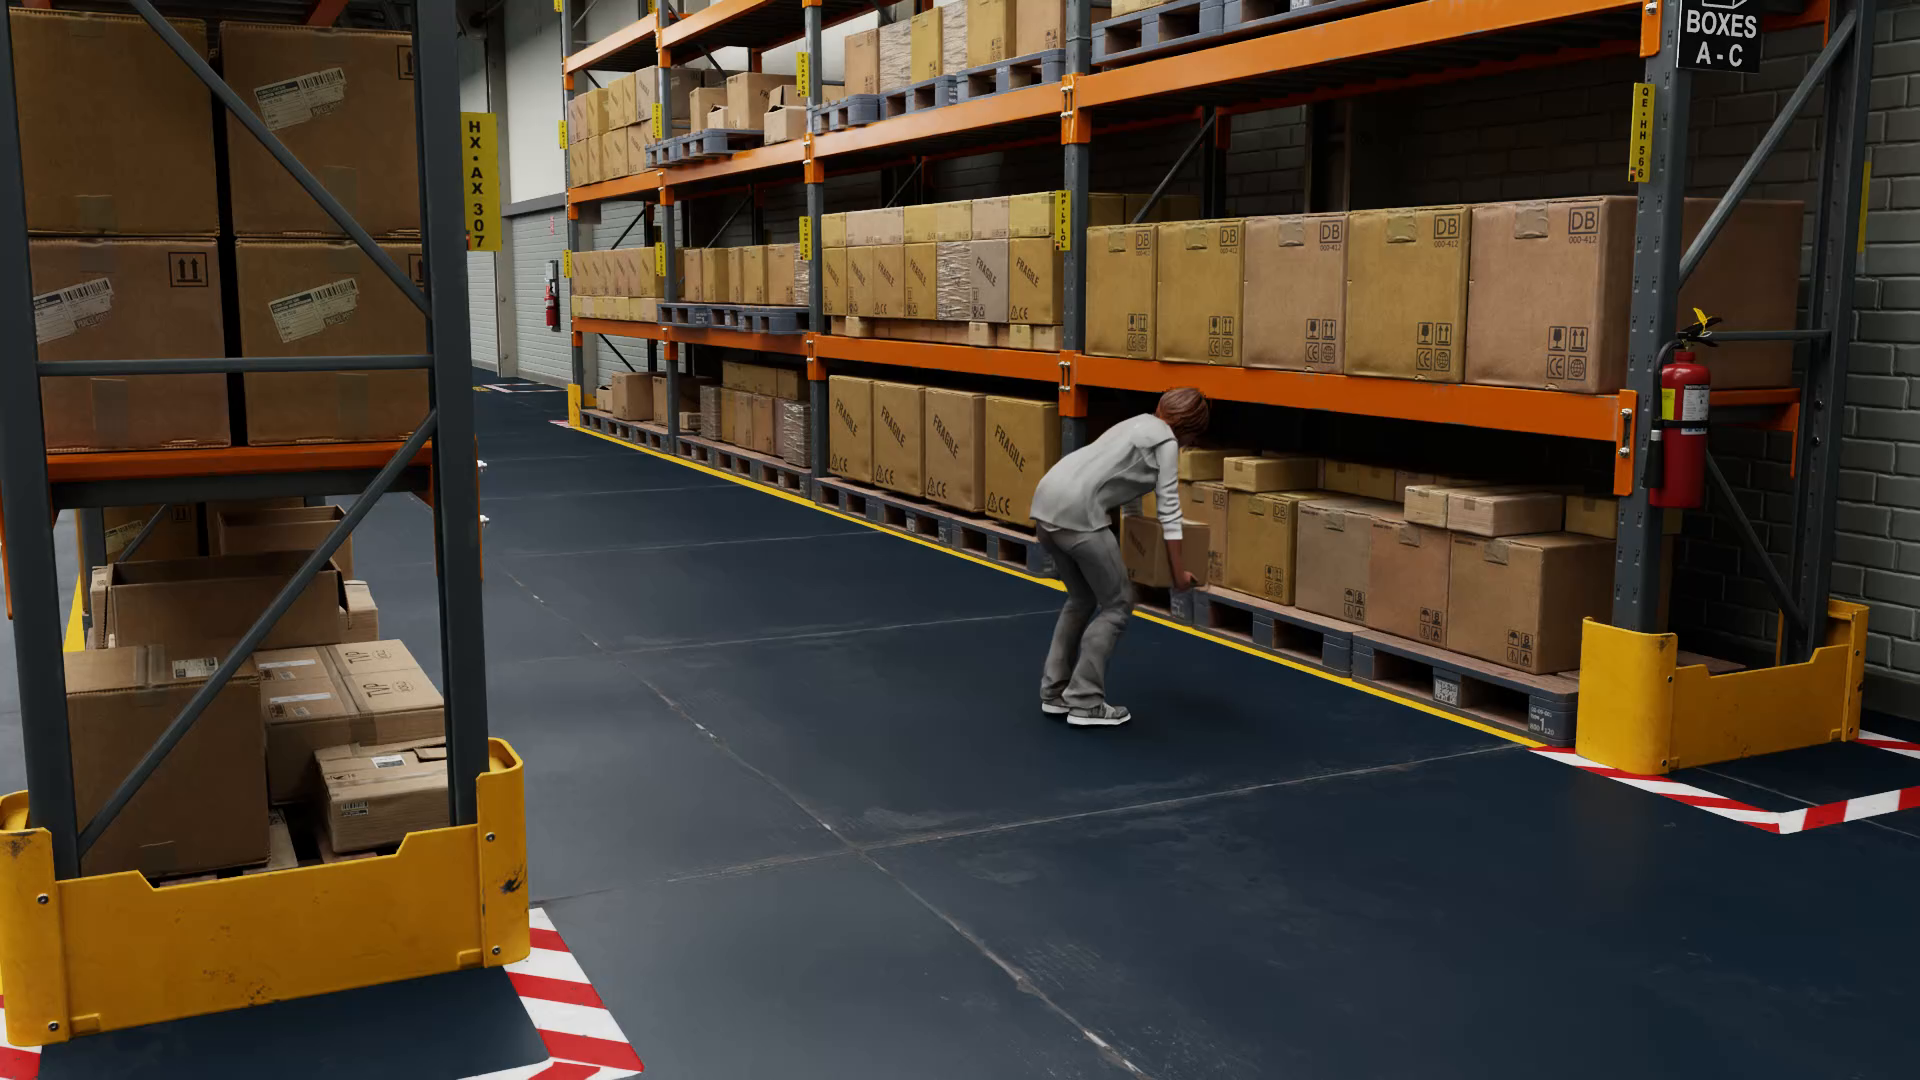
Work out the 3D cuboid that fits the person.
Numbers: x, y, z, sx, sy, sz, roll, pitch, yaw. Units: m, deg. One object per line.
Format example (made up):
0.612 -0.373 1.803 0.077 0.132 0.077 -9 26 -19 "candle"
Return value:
0.642 0.056 6.537 0.780 1.293 0.385 -5 10 -27 "person"
